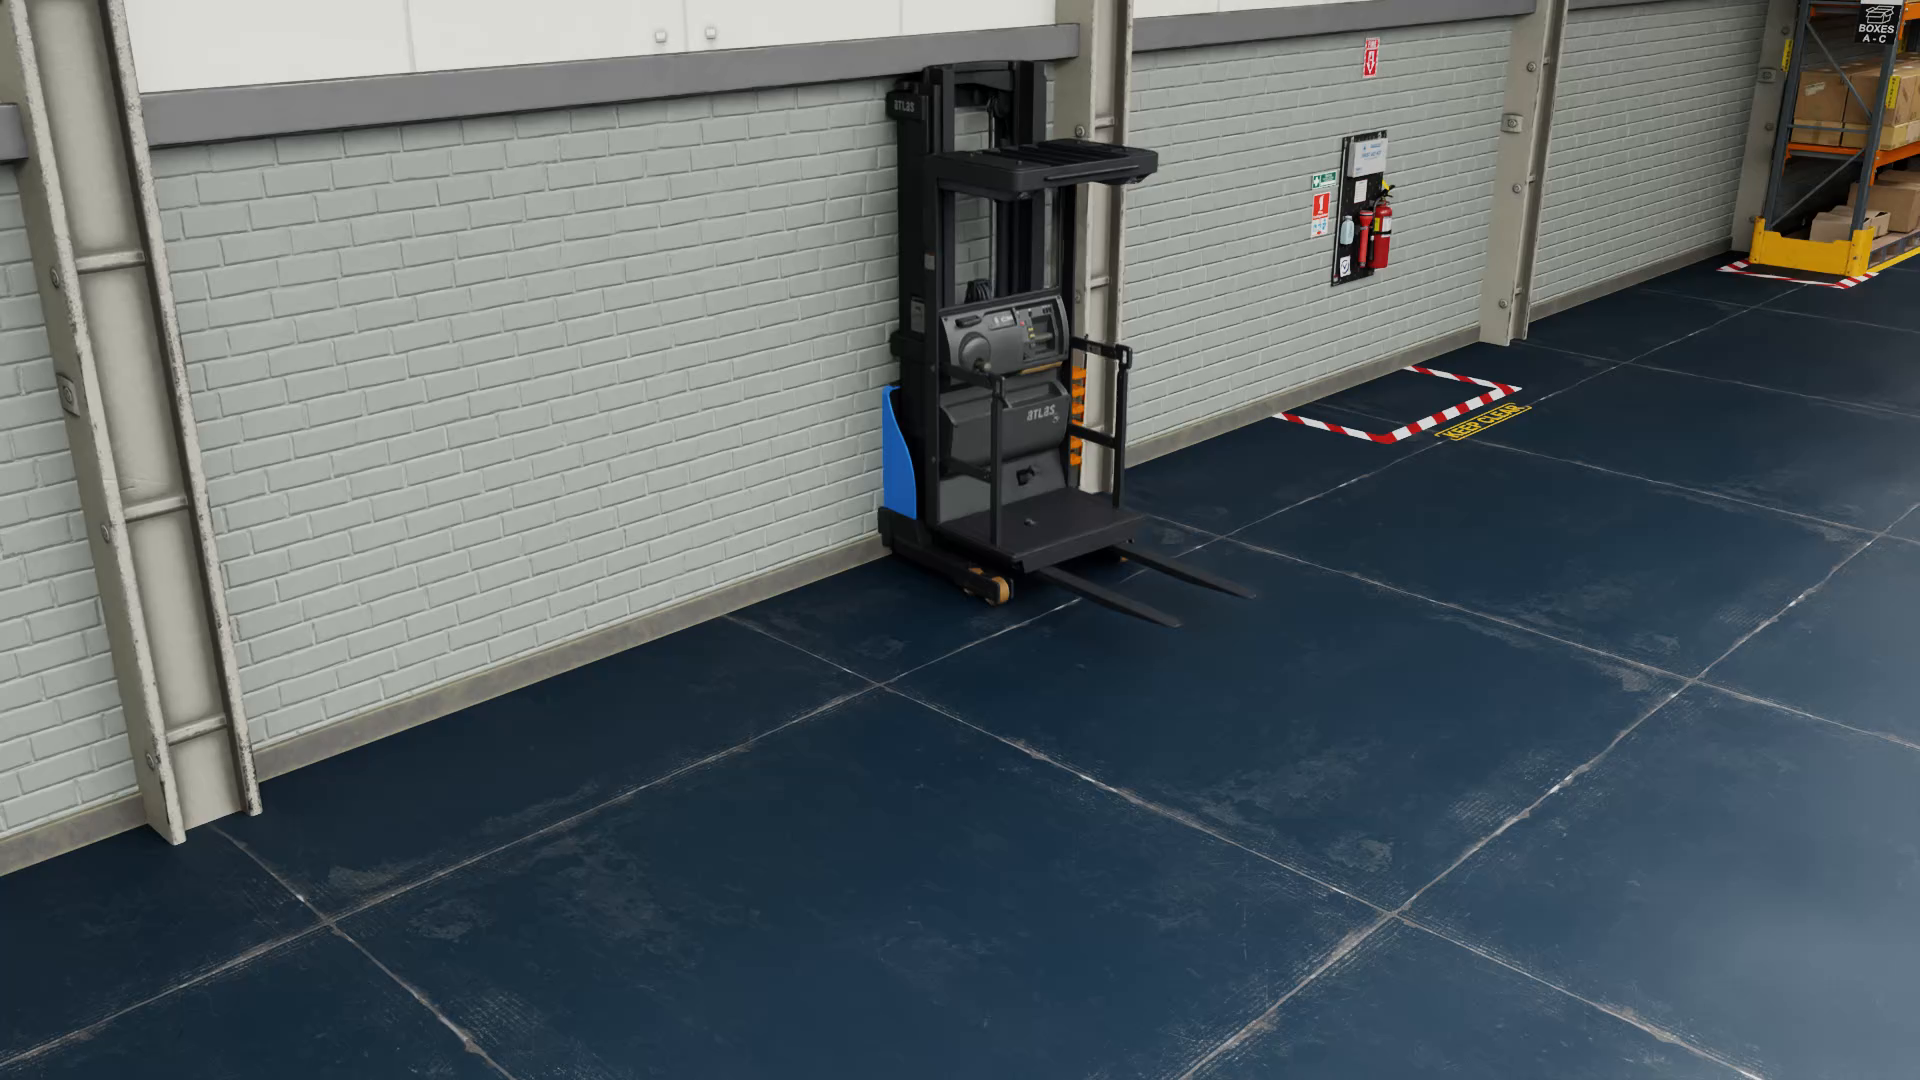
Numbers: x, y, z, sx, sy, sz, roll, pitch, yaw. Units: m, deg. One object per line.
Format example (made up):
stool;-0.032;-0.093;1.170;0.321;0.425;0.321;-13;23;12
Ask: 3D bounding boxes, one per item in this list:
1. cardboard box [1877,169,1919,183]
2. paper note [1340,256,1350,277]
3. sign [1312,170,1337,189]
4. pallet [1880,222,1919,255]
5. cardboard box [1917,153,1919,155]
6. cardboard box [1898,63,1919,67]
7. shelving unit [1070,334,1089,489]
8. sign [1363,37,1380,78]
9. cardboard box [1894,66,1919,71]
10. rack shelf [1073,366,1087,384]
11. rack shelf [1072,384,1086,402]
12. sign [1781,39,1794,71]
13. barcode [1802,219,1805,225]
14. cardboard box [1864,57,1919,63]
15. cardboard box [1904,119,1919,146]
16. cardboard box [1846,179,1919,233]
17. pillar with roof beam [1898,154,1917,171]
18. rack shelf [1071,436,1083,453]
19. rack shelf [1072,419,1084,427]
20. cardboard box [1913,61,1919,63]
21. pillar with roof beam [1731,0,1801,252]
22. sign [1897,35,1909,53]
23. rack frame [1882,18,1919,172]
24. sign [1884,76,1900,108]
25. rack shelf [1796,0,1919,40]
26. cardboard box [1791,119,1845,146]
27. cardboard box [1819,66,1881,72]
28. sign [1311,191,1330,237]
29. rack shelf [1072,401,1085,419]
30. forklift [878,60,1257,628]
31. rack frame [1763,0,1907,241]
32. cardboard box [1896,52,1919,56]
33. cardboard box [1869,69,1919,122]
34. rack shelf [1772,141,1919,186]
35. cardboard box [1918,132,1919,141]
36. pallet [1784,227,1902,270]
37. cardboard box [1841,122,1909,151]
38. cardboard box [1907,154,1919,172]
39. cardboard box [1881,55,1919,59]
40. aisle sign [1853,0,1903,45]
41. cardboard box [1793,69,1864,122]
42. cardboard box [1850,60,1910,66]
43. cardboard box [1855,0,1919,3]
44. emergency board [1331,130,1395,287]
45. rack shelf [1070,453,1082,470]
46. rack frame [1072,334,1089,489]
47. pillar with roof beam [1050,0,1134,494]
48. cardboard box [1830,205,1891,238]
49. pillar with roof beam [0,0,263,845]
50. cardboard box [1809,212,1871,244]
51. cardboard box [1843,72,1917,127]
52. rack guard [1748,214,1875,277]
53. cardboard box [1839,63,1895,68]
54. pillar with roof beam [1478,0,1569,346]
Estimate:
cardboard box;11.427;-4.195;20.178;0.500;0.500;0.500;17;27;37
paper note;3.091;-2.194;13.329;0.016;0.148;0.142;19;28;41
sign;2.814;-2.780;12.838;0.001;0.109;0.331;19;28;41
pallet;10.829;-3.635;19.737;1.003;0.211;1.213;19;28;41
cardboard box;12.949;-4.810;21.780;0.700;0.500;0.500;19;28;40
cardboard box;10.949;-5.133;18.885;0.500;0.500;0.500;-19;28;-40
shelving unit;0.659;-0.785;10.918;0.189;1.200;0.258;-20;32;-39
sign;3.187;-3.738;12.888;0.001;0.298;0.199;19;28;41
cardboard box;10.598;-4.998;18.532;0.500;0.500;0.500;18;27;39
rack shelf;0.666;-1.072;10.788;0.180;0.103;0.258;-20;32;-39
rack shelf;0.664;-0.963;10.837;0.180;0.103;0.258;-20;32;-39
sign;8.949;-5.237;17.964;0.100;0.325;0.005;19;28;41
barcode;9.606;-3.620;18.932;0.001;0.075;0.075;19;28;41
cardboard box;10.930;-5.395;19.566;0.500;0.500;0.500;-19;28;-41
cardboard box;10.252;-4.527;18.353;0.500;0.250;0.500;18;28;39
cardboard box;10.825;-3.921;19.467;0.700;0.500;0.500;17;27;37
pillar with roof beam;16.471;-8.066;19.018;9.100;9.000;0.400;19;28;41
rack shelf;0.655;-0.635;10.986;0.180;0.103;0.258;-20;32;-39
rack shelf;0.658;-0.744;10.936;0.180;0.103;0.258;-20;32;-39
cardboard box;11.312;-5.267;19.233;0.500;0.500;0.500;18;28;39
pillar with roof beam;12.285;-6.524;15.006;9.100;9.000;0.400;19;28;41
sign;11.723;-6.112;20.680;0.100;0.325;0.005;19;28;41
rack frame;12.123;-5.433;20.529;1.000;3.000;0.127;19;28;41
sign;9.721;-4.673;17.345;0.100;0.325;0.005;19;28;41
rack shelf;10.728;-5.983;18.782;1.077;0.370;4.000;19;28;41
cardboard box;9.520;-4.513;18.316;0.500;0.250;0.500;-20;28;-41
cardboard box;9.867;-4.996;18.527;0.500;0.500;0.500;-20;29;-41
sign;2.804;-2.534;12.936;0.001;0.329;0.234;19;28;41
rack shelf;0.661;-0.853;10.887;0.180;0.103;0.258;-20;32;-39
forklift;0.409;-1.194;9.595;1.130;2.935;3.031;-17;27;-37
rack frame;9.332;-4.405;17.854;1.000;3.000;0.127;19;28;41
cardboard box;11.645;-5.654;20.240;0.500;0.500;0.500;18;28;39
cardboard box;10.233;-4.866;18.190;0.500;0.500;0.500;19;28;41
rack shelf;10.728;-4.583;19.321;1.077;0.370;4.000;19;28;41
cardboard box;10.612;-4.657;18.690;0.500;0.250;0.500;19;28;40
pallet;9.978;-3.323;18.925;1.003;0.211;1.213;19;28;41
cardboard box;9.900;-4.390;17.997;0.500;0.250;0.500;18;28;39
cardboard box;12.624;-4.665;21.402;0.500;0.500;0.700;-19;28;-40
cardboard box;11.282;-5.522;19.896;0.500;0.500;0.500;19;28;40
aisle sign;9.497;-5.525;17.144;0.394;0.787;0.004;19;28;41
cardboard box;9.509;-4.869;18.196;0.500;0.500;0.500;19;28;40
cardboard box;10.576;-5.259;19.212;0.500;0.500;0.500;-20;29;-41
cardboard box;9.745;-5.884;17.355;0.500;0.500;0.500;-19;28;-41
emergency board;3.264;-2.633;13.245;0.194;1.169;0.643;19;28;41
rack shelf;0.652;-0.525;11.035;0.180;0.103;0.258;-20;32;-39
rack frame;0.726;-0.809;10.975;0.006;1.200;0.240;-20;32;-39
pillar with roof beam;3.914;-3.439;6.980;9.100;9.000;0.400;19;28;41
cardboard box;10.277;-3.657;19.043;0.500;0.311;0.500;-17;27;-38
pillar with roof beam;-0.271;-1.897;2.968;9.100;9.000;0.400;19;28;41
cardboard box;9.880;-3.511;18.662;0.500;0.311;0.500;15;26;35
cardboard box;9.881;-4.742;17.866;0.500;0.500;0.500;19;28;41
rack guard;9.385;-3.258;18.353;1.175;0.500;0.348;19;28;41
cardboard box;10.225;-5.130;18.875;0.500;0.500;0.500;18;28;39
pillar with roof beam;8.100;-4.982;10.993;9.100;9.000;0.400;19;28;41
